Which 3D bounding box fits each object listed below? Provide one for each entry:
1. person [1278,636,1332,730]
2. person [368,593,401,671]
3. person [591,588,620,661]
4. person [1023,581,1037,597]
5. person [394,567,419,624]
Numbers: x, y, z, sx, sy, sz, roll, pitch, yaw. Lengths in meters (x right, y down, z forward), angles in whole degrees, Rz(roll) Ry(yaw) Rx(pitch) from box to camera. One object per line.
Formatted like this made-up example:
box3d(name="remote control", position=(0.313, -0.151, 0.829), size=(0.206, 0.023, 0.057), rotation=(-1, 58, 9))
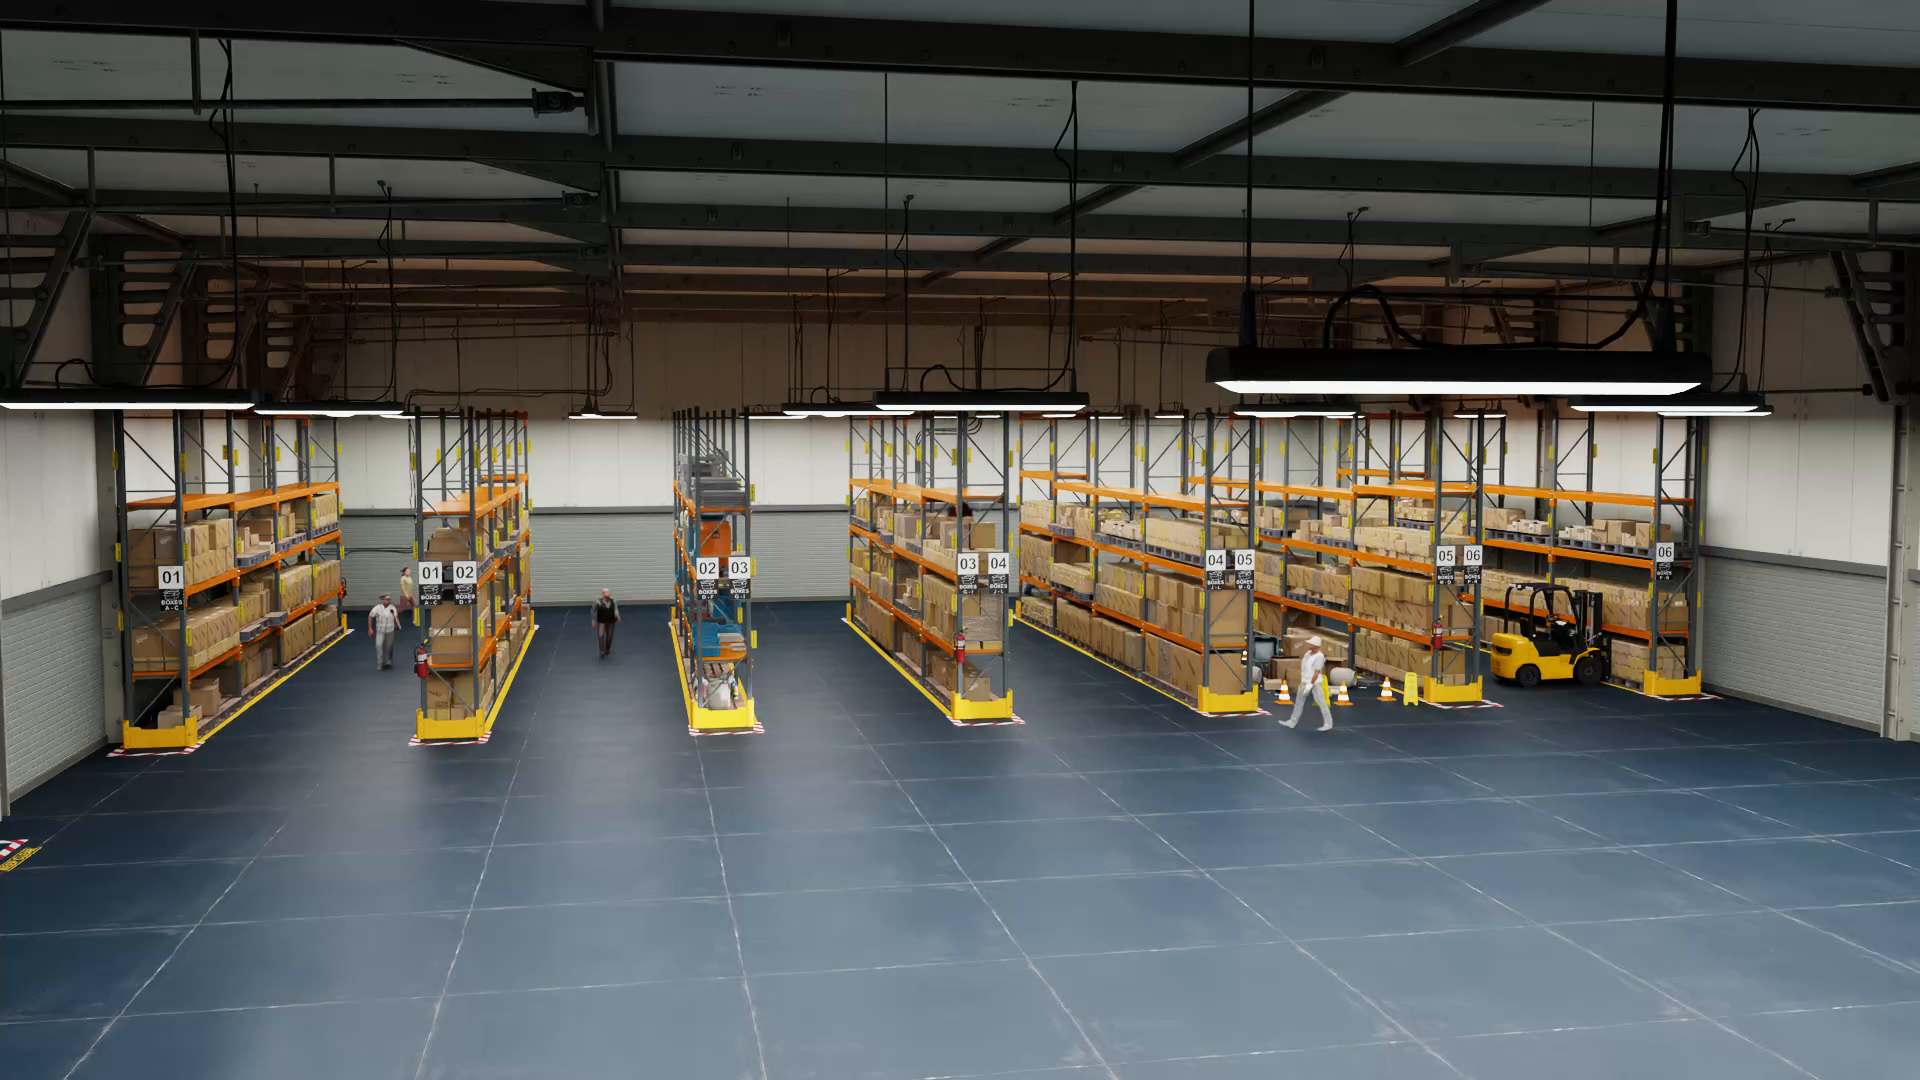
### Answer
box3d(name="person", position=(6.432, 2.645, 30.807), size=(0.824, 1.750, 0.679), rotation=(-2, 4, -24))
box3d(name="person", position=(-13.391, 2.118, 38.746), size=(0.746, 1.763, 0.995), rotation=(-1, 4, -12))
box3d(name="person", position=(-8.595, 2.024, 40.337), size=(0.697, 1.702, 0.992), rotation=(-1, 4, -12))
box3d(name="person", position=(2.069, 1.367, 49.959), size=(0.486, 1.618, 0.386), rotation=(-1, 4, -13))
box3d(name="person", position=(-15.665, 1.573, 46.977), size=(0.959, 1.620, 0.488), rotation=(0, 4, 3))
